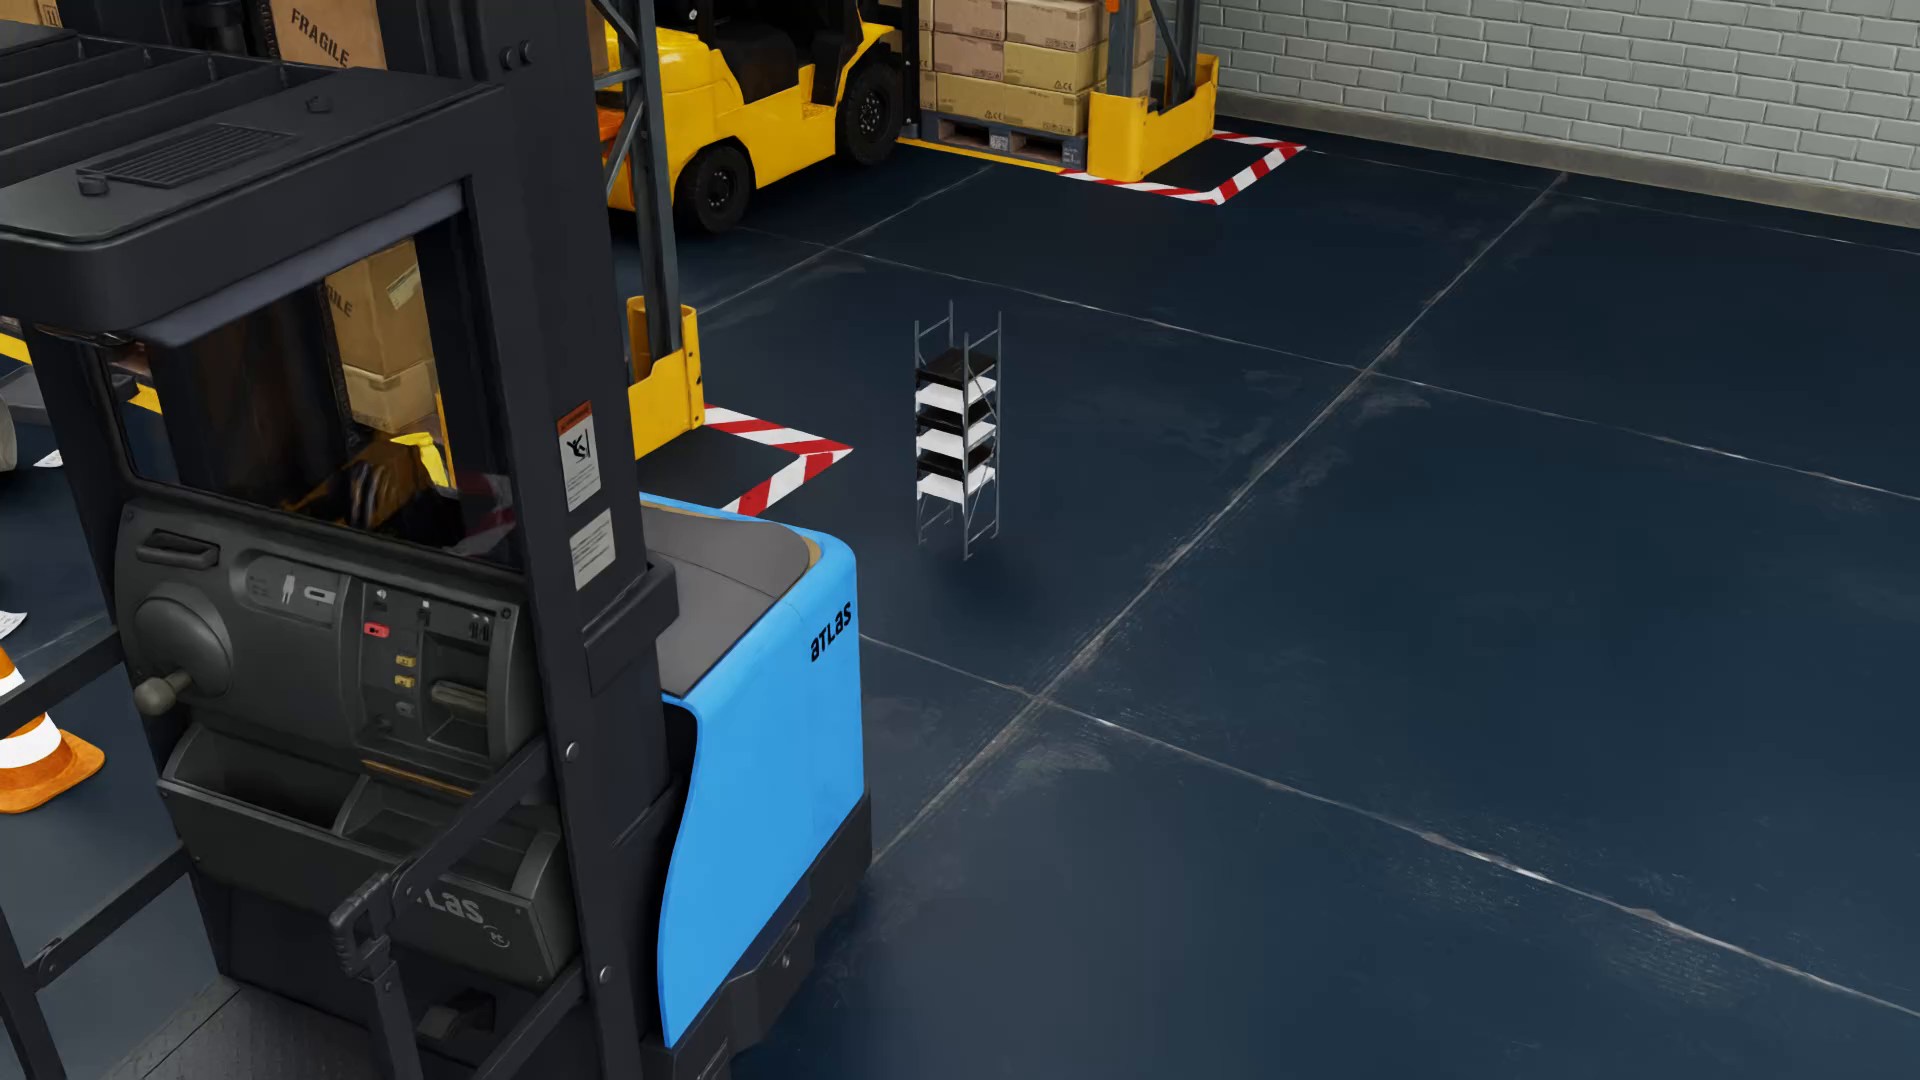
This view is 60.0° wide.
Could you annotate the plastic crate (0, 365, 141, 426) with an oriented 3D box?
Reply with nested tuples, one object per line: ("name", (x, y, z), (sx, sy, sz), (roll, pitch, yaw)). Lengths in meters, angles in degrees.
("plastic crate", (-3.953, -0.633, 7.256), (0.583, 0.080, 0.402), (6, 31, 10))

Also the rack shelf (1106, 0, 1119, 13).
("rack shelf", (-0.517, -3.938, 10.737), (4.000, 0.370, 1.077), (18, 35, 27))

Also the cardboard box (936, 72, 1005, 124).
("cardboard box", (0.194, -2.835, 10.444), (0.500, 0.250, 0.500), (18, 35, 27))

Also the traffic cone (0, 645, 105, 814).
("traffic cone", (-2.811, 0.503, 4.929), (0.334, 0.463, 0.336), (18, 35, 27))

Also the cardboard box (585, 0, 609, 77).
("cardboard box", (-1.713, -2.010, 6.324), (0.500, 0.500, 0.500), (17, 34, 27))

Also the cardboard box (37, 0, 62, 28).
("cardboard box", (-3.328, -2.208, 6.664), (0.500, 0.500, 0.500), (18, 35, 28))

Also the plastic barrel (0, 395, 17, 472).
("plastic barrel", (-4.013, -0.387, 6.494), (0.512, 0.421, 0.421), (-9, 32, -15))

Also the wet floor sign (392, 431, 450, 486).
("wet floor sign", (-1.867, -0.069, 5.727), (0.267, 0.644, 0.232), (-21, 36, -32))

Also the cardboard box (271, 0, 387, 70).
("cardboard box", (-2.065, -1.793, 5.951), (0.500, 0.500, 0.500), (17, 34, 26))

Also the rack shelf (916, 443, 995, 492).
("rack shelf", (-0.007, -0.284, 6.089), (0.200, 0.077, 0.258), (18, 35, 27))

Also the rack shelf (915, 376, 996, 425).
("rack shelf", (-0.007, -0.518, 5.953), (0.200, 0.077, 0.258), (18, 35, 27))

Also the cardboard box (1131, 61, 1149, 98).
("cardboard box", (0.864, -2.921, 10.593), (0.500, 0.250, 0.500), (18, 35, 28))

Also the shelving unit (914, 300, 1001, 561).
("shelving unit", (-0.007, -0.391, 6.027), (0.210, 0.900, 0.258), (18, 35, 27))

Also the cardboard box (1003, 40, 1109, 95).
("cardboard box", (0.598, -2.919, 10.093), (0.500, 0.250, 0.500), (17, 34, 27))

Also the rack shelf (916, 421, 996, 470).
("rack shelf", (-0.007, -0.362, 6.044), (0.200, 0.077, 0.258), (18, 35, 27))

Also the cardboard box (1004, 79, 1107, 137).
("cardboard box", (0.611, -2.697, 10.209), (0.500, 0.250, 0.500), (18, 35, 28))

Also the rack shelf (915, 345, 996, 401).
("rack shelf", (-0.007, -0.595, 5.908), (0.200, 0.077, 0.258), (18, 35, 27))

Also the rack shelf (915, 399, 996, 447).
("rack shelf", (-0.007, -0.440, 5.998), (0.200, 0.077, 0.258), (18, 35, 27))

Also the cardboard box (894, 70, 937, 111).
("cardboard box", (-0.225, -2.972, 10.680), (0.500, 0.250, 0.500), (18, 35, 28))

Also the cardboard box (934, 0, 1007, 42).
("cardboard box", (0.185, -3.263, 10.186), (0.500, 0.250, 0.500), (18, 35, 28))

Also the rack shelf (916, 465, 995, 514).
("rack shelf", (-0.007, -0.207, 6.134), (0.200, 0.077, 0.258), (18, 35, 27))

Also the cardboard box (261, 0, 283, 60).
("cardboard box", (-2.487, -1.929, 6.185), (0.500, 0.500, 0.500), (18, 35, 27))

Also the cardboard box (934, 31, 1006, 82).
("cardboard box", (0.179, -3.058, 10.331), (0.500, 0.250, 0.500), (17, 34, 27))

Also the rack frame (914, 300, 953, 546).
("rack frame", (-0.093, -0.418, 6.074), (0.006, 0.900, 0.240), (18, 35, 27))

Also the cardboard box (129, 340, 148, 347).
("cardboard box", (-3.582, -1.106, 7.481), (0.500, 0.250, 0.500), (17, 34, 27))

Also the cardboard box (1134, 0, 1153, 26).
("cardboard box", (0.870, -3.348, 10.331), (0.500, 0.250, 0.500), (17, 34, 27))

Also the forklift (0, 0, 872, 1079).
("forklift", (-1.291, 0.242, 2.927), (1.130, 2.935, 3.031), (12, 32, 20))

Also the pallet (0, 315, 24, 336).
("pallet", (-4.259, -1.295, 8.261), (1.213, 0.211, 1.003), (18, 35, 27))

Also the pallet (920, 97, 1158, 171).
("pallet", (0.507, -2.695, 10.660), (1.213, 0.211, 1.003), (18, 35, 27))

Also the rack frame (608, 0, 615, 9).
("rack frame", (-2.211, -4.784, 11.474), (0.127, 3.000, 1.000), (18, 35, 27))

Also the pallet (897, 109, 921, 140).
("pallet", (-0.523, -3.022, 11.221), (1.213, 0.211, 1.003), (18, 35, 27))

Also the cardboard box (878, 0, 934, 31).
("cardboard box", (-0.248, -3.394, 10.410), (0.500, 0.250, 0.500), (18, 35, 28))

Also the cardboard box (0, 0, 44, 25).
("cardboard box", (-3.767, -2.335, 6.881), (0.500, 0.500, 0.500), (17, 34, 27))

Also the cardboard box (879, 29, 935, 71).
("cardboard box", (-0.269, -3.187, 10.553), (0.500, 0.250, 0.500), (17, 34, 26))

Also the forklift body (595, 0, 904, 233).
("forklift body", (-1.399, -3.075, 9.387), (1.214, 2.155, 2.313), (18, 35, 27))

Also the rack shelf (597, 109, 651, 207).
("rack shelf", (-3.153, -1.818, 7.104), (4.000, 0.370, 1.077), (18, 35, 27))

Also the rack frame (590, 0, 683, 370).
("rack frame", (-1.459, -1.593, 6.004), (0.127, 3.000, 1.000), (18, 35, 27))

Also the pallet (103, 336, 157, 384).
("pallet", (-3.222, -0.969, 7.701), (1.213, 0.211, 1.003), (18, 35, 27))

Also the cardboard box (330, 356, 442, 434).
("cardboard box", (-2.307, -0.695, 6.776), (0.500, 0.250, 0.500), (17, 34, 27))

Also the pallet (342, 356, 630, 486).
("pallet", (-2.193, -0.642, 7.140), (1.213, 0.211, 1.003), (18, 35, 27))

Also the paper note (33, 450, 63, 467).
("paper note", (-3.681, -0.338, 6.799), (0.148, 0.019, 0.142), (6, 31, 10))

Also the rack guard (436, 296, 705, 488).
("rack guard", (-1.524, -0.534, 6.669), (0.348, 0.500, 1.175), (18, 35, 27))

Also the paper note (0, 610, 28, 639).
("paper note", (-3.318, 0.286, 5.730), (0.142, 0.019, 0.148), (6, 31, 10))

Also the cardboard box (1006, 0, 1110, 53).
("cardboard box", (0.621, -3.128, 9.955), (0.500, 0.250, 0.500), (19, 35, 29))

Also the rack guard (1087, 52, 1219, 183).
("rack guard", (1.197, -2.626, 10.256), (0.348, 0.500, 1.175), (18, 35, 27))

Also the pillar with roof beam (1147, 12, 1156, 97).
("pillar with roof beam", (-1.223, -5.038, 5.955), (0.400, 9.000, 9.100), (18, 35, 27))

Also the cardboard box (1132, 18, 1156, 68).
("cardboard box", (0.889, -3.137, 10.466), (0.500, 0.250, 0.500), (18, 35, 28))

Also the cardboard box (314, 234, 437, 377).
("cardboard box", (-2.276, -1.014, 6.579), (0.500, 0.500, 0.500), (18, 35, 28))

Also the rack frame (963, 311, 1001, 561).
("rack frame", (0.079, -0.364, 5.980), (0.006, 0.900, 0.240), (18, 35, 27))

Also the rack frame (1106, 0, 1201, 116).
("rack frame", (1.177, -3.713, 9.637), (0.127, 3.000, 1.000), (18, 35, 27))
